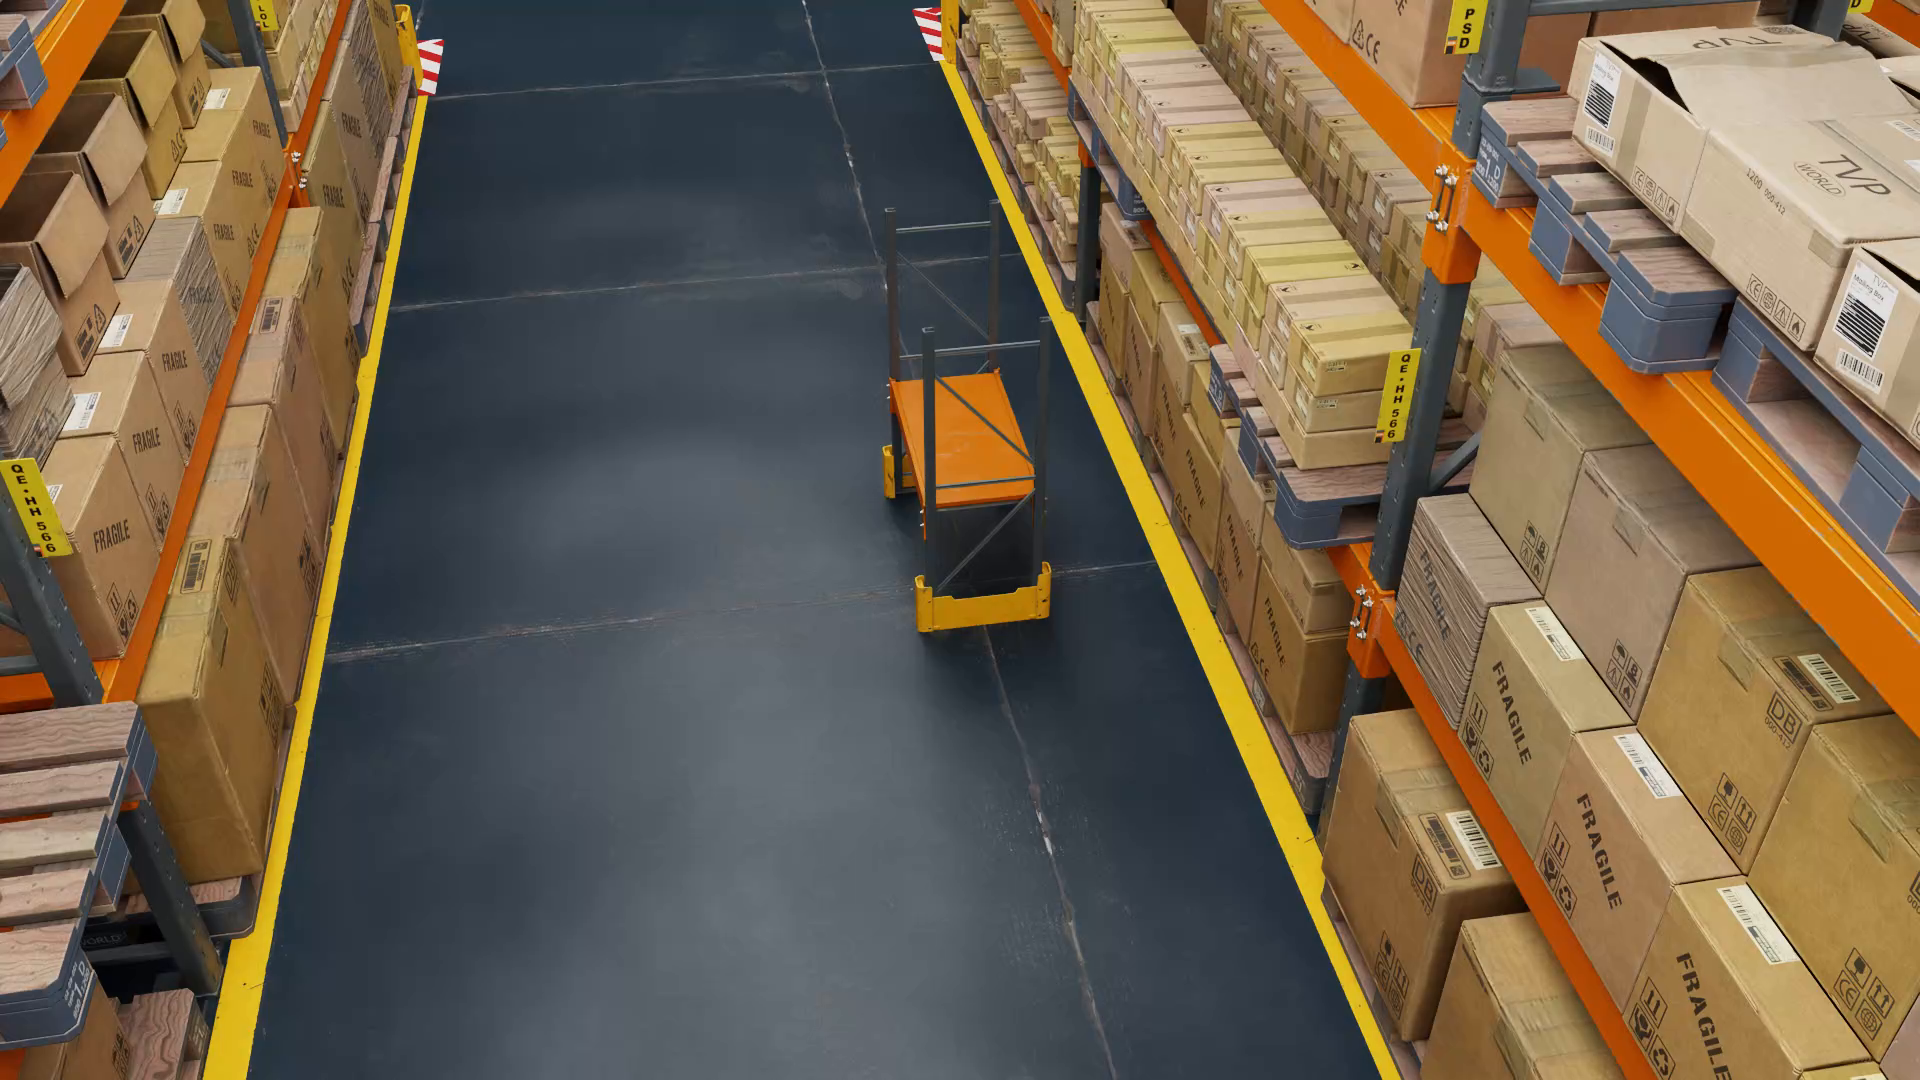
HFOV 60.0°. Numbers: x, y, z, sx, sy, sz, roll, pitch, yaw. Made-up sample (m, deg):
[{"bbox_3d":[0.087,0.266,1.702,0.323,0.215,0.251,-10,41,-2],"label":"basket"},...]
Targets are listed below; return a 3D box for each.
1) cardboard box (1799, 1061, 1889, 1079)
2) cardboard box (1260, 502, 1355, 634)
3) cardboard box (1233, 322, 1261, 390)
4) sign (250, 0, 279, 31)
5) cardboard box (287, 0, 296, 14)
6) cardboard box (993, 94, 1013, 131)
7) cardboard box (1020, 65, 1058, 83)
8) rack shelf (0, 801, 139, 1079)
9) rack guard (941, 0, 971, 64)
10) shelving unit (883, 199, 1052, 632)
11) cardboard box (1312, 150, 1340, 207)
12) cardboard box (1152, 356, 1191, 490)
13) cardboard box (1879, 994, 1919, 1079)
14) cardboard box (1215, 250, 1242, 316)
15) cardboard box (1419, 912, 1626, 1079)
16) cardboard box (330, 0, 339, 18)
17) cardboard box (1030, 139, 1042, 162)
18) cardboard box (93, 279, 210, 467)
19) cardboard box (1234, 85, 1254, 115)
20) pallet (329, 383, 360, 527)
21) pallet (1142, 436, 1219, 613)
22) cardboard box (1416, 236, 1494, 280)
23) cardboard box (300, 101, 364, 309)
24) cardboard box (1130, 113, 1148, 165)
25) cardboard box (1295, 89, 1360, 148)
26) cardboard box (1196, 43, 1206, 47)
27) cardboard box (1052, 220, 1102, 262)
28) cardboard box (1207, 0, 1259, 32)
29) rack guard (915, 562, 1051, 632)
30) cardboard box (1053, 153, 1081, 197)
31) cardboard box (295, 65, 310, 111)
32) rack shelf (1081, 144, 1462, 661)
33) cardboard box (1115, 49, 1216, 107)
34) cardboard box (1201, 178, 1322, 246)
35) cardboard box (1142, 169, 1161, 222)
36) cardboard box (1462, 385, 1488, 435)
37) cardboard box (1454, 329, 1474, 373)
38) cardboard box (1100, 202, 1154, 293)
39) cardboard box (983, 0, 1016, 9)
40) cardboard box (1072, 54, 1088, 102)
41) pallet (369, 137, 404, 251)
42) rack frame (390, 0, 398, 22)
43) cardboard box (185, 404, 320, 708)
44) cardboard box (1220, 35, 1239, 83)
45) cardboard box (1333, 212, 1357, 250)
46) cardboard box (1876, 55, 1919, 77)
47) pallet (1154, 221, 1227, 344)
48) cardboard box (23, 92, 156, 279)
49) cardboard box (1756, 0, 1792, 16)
[{"bbox_3d":[2.014,1.413,3.405,0.500,0.500,0.500,-6,38,-7],"label":"cardboard box"},{"bbox_3d":[1.467,0.073,6.295,0.500,0.250,0.500,-7,38,-9],"label":"cardboard box"},{"bbox_3d":[1.219,-0.688,6.053,0.380,0.149,0.250,-6,38,-7],"label":"cardboard box"},{"bbox_3d":[-3.225,-2.501,7.645,0.100,0.325,0.005,-6,38,-8],"label":"sign"},{"bbox_3d":[-3.668,-2.980,8.409,0.500,0.500,0.500,-6,38,-8],"label":"cardboard box"},{"bbox_3d":[0.429,-2.820,10.916,0.380,0.149,0.250,-8,39,-10],"label":"cardboard box"},{"bbox_3d":[0.588,-2.887,10.517,0.380,0.149,0.250,-6,38,-8],"label":"cardboard box"},{"bbox_3d":[-2.705,1.897,3.449,1.077,0.370,4.000,-6,38,-8],"label":"rack shelf"},{"bbox_3d":[0.456,-3.866,12.319,1.175,0.500,0.348,-6,38,-8],"label":"rack guard"},{"bbox_3d":[0.013,-0.546,7.231,0.587,1.500,1.083,-6,38,-8],"label":"shelving unit"},{"bbox_3d":[1.680,-1.505,6.862,0.380,0.149,0.250,-5,38,-6],"label":"cardboard box"},{"bbox_3d":[1.212,-0.553,7.712,0.500,0.500,0.500,-6,38,-7],"label":"cardboard box"},{"bbox_3d":[2.273,1.000,3.122,0.700,0.500,0.500,-6,38,-8],"label":"cardboard box"},{"bbox_3d":[1.170,-0.971,6.175,0.380,0.149,0.250,-6,38,-8],"label":"cardboard box"},{"bbox_3d":[2.020,1.561,4.788,1.050,0.750,0.750,-6,38,-7],"label":"cardboard box"},{"bbox_3d":[-3.756,-3.067,9.458,0.380,0.149,0.250,-7,38,-9],"label":"cardboard box"},{"bbox_3d":[0.640,-2.433,10.175,0.380,0.149,0.250,-5,38,-7],"label":"cardboard box"},{"bbox_3d":[-3.059,-0.577,5.967,0.500,0.500,0.500,-7,38,-9],"label":"cardboard box"},{"bbox_3d":[1.496,-2.024,7.772,0.380,0.149,0.250,-6,38,-8],"label":"cardboard box"},{"bbox_3d":[-3.548,-0.452,8.159,1.003,0.211,1.213,-6,38,-8],"label":"pallet"},{"bbox_3d":[1.499,-0.173,7.801,1.003,0.211,1.213,-6,38,-8],"label":"pallet"},{"bbox_3d":[1.866,-0.979,5.943,0.380,0.149,0.250,-6,38,-8],"label":"cardboard box"},{"bbox_3d":[-3.794,-1.745,8.940,0.875,0.875,0.875,-6,38,-8],"label":"cardboard box"},{"bbox_3d":[0.949,-1.748,7.175,0.380,0.149,0.250,-5,38,-6],"label":"cardboard box"},{"bbox_3d":[1.634,-1.776,6.968,0.380,0.149,0.250,-8,39,-10],"label":"cardboard box"},{"bbox_3d":[1.416,-2.590,8.844,0.380,0.149,0.250,-5,38,-6],"label":"cardboard box"},{"bbox_3d":[0.740,-1.723,9.505,0.380,0.149,0.250,-6,38,-7],"label":"cardboard box"},{"bbox_3d":[1.406,-2.563,7.982,0.380,0.149,0.250,-5,38,-6],"label":"cardboard box"},{"bbox_3d":[0.101,0.248,7.227,0.587,0.250,0.087,-6,38,-8],"label":"rack guard"},{"bbox_3d":[0.741,-2.095,9.498,0.380,0.149,0.250,-6,38,-7],"label":"cardboard box"},{"bbox_3d":[-3.528,-2.285,8.450,0.380,0.149,0.250,-7,38,-9],"label":"cardboard box"},{"bbox_3d":[1.494,-0.991,7.167,1.077,0.370,4.000,-6,38,-8],"label":"rack shelf"},{"bbox_3d":[0.899,-2.023,7.287,0.380,0.149,0.250,-7,38,-9],"label":"cardboard box"},{"bbox_3d":[1.133,-1.233,6.269,0.380,0.149,0.250,-6,38,-8],"label":"cardboard box"},{"bbox_3d":[0.994,-1.474,7.065,0.380,0.149,0.250,-7,38,-9],"label":"cardboard box"},{"bbox_3d":[1.965,-0.426,5.715,0.380,0.149,0.250,-7,38,-9],"label":"cardboard box"},{"bbox_3d":[1.908,-0.728,5.863,0.380,0.149,0.250,-4,38,-6],"label":"cardboard box"},{"bbox_3d":[1.013,-1.483,8.298,0.500,0.250,0.500,-8,39,-10],"label":"cardboard box"},{"bbox_3d":[0.367,-3.667,11.522,0.380,0.149,0.250,-6,38,-7],"label":"cardboard box"},{"bbox_3d":[0.760,-2.262,8.079,0.380,0.149,0.250,-8,39,-10],"label":"cardboard box"},{"bbox_3d":[-4.031,-2.116,10.301,1.003,0.211,1.213,-6,38,-8],"label":"pallet"},{"bbox_3d":[-4.458,-4.427,11.003,1.000,3.000,0.127,-6,38,-8],"label":"rack frame"},{"bbox_3d":[-3.305,0.120,6.540,1.225,0.875,0.875,-6,38,-8],"label":"cardboard box"},{"bbox_3d":[1.455,-2.289,7.871,0.380,0.149,0.250,-6,38,-8],"label":"cardboard box"},{"bbox_3d":[1.731,-1.226,6.746,0.380,0.149,0.250,-6,38,-7],"label":"cardboard box"},{"bbox_3d":[2.167,-1.027,3.948,0.380,0.166,0.250,-6,38,-8],"label":"cardboard box"},{"bbox_3d":[1.458,-1.183,6.984,1.003,0.211,1.213,-6,38,-8],"label":"pallet"},{"bbox_3d":[-3.404,-1.272,6.043,0.797,0.503,0.637,-5,38,-6],"label":"cardboard box"},{"bbox_3d":[5.681,-3.707,11.823,0.875,0.438,0.875,-5,38,-7],"label":"cardboard box"}]
